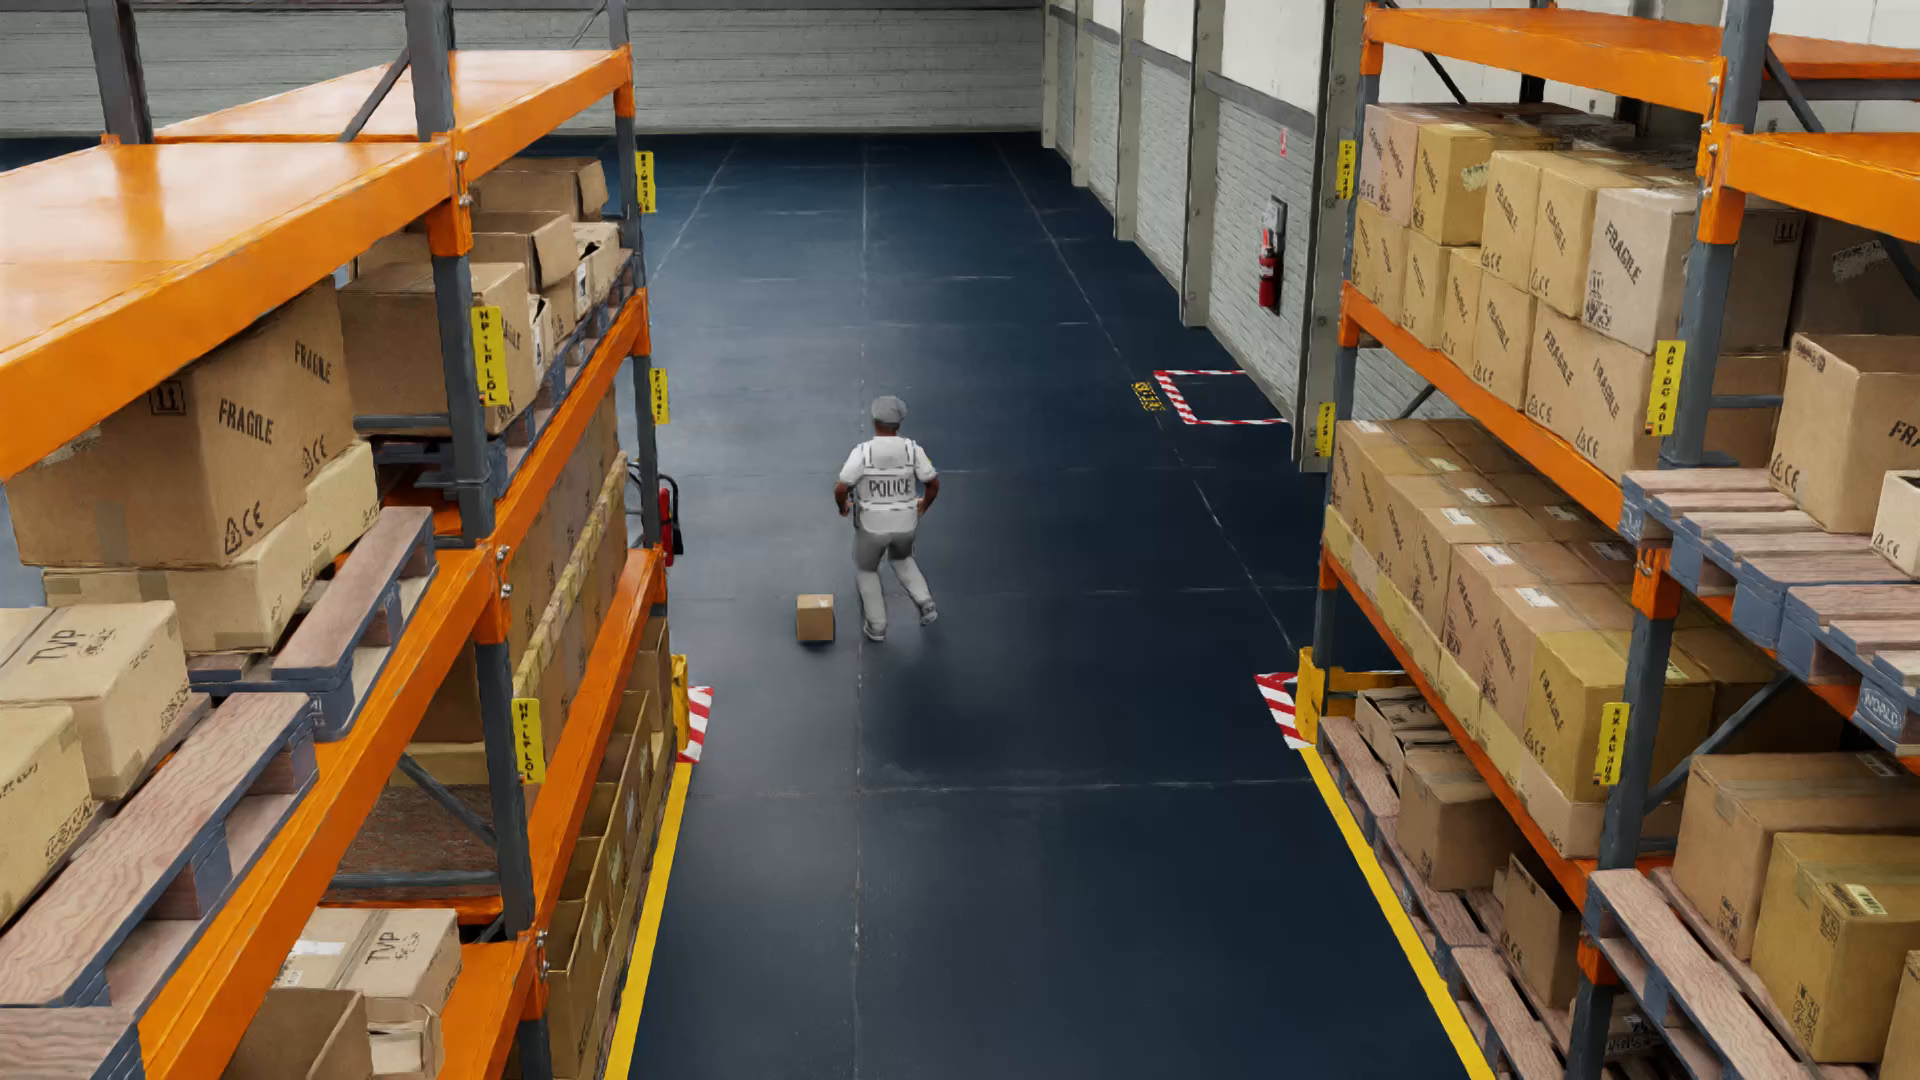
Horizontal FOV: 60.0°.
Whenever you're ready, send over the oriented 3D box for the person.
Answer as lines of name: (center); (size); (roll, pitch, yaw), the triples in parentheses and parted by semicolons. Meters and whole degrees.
person: (-0.536, -0.141, 11.479); (0.714, 1.742, 0.503); (-8, 22, -21)
